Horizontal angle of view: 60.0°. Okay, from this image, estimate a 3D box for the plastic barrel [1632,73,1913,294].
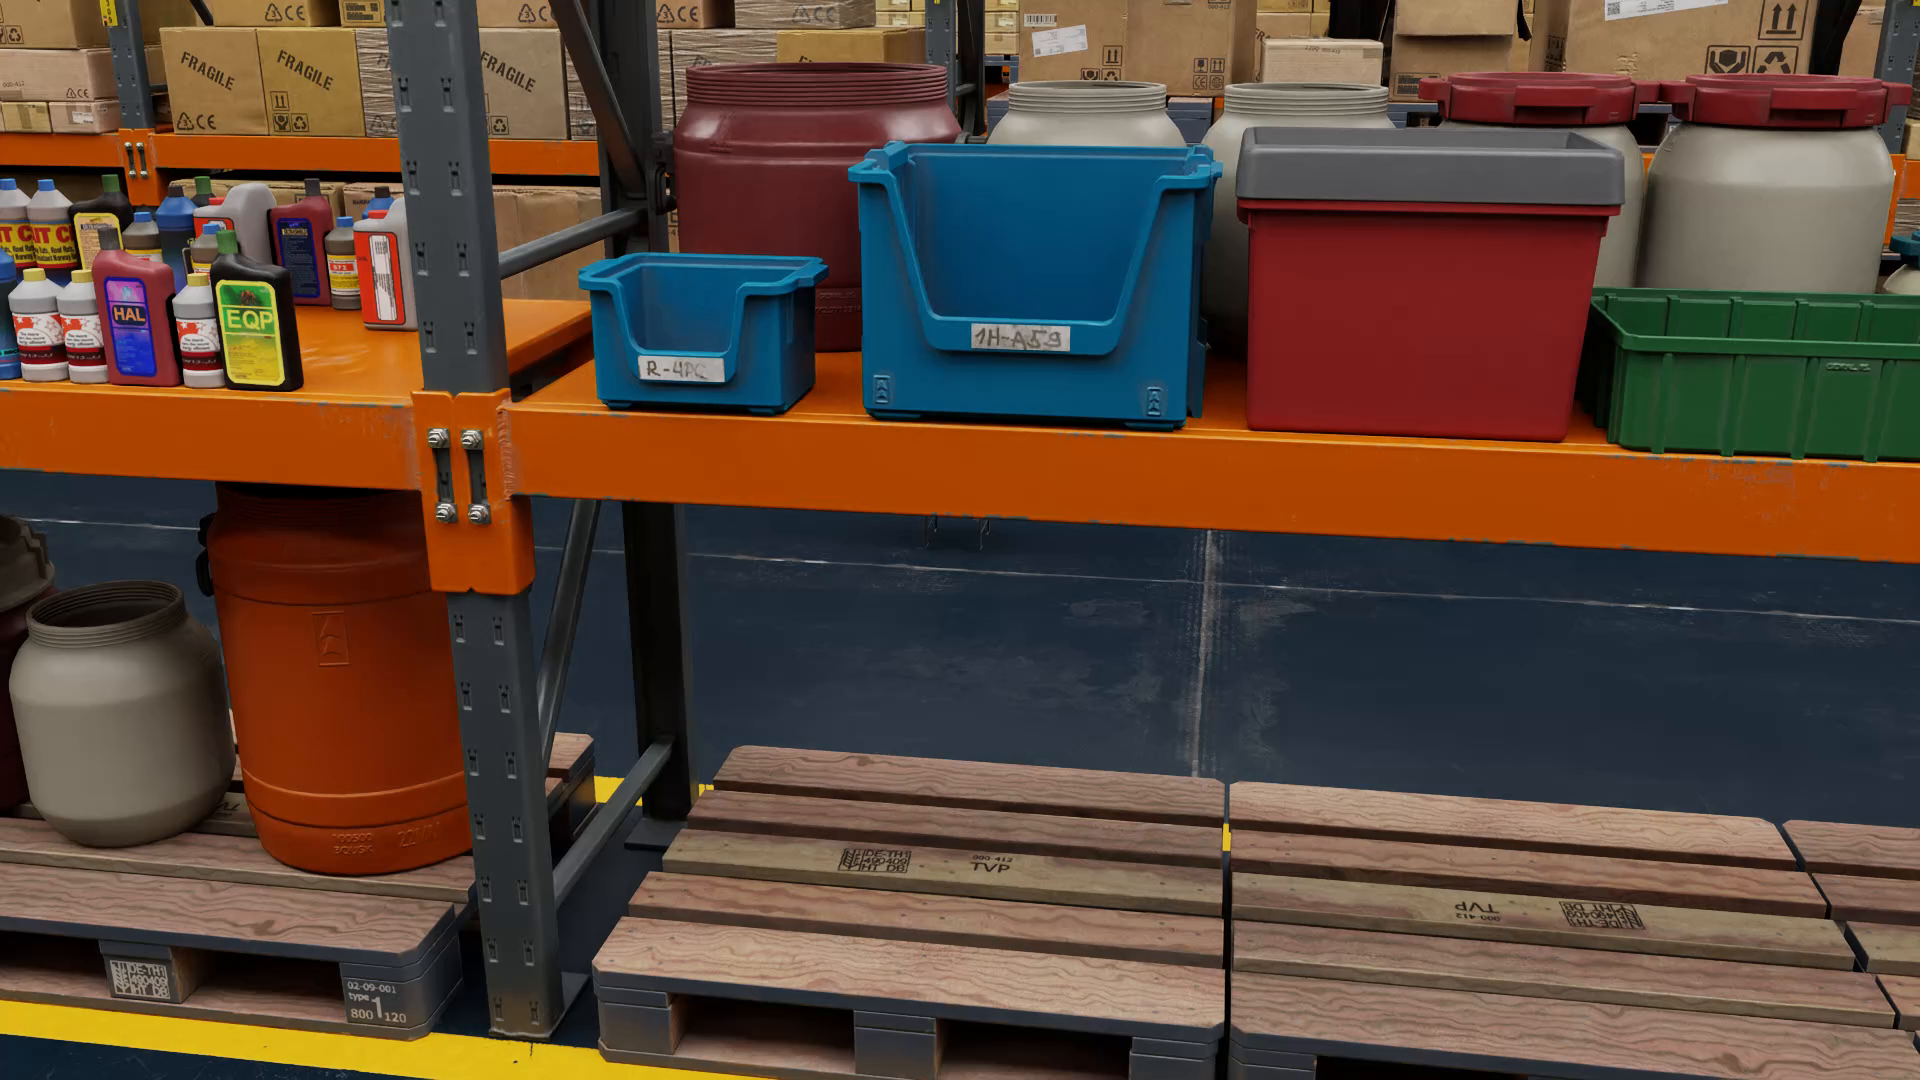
[{"bbox_3d":[1.515,-0.597,3.147,0.433,0.535,0.433,0,18,0],"label":"plastic barrel"}]

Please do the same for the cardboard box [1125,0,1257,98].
[{"bbox_3d":[1.092,-2.367,7.832,0.500,0.500,0.700,6,19,17],"label":"cardboard box"}]

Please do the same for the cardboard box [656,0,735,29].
[{"bbox_3d":[-1.377,-2.731,7.999,0.637,0.503,0.797,3,19,10],"label":"cardboard box"}]

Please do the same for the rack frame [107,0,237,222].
[{"bbox_3d":[-3.964,-2.334,8.550,0.127,3.000,1.000,3,19,9],"label":"rack frame"}]

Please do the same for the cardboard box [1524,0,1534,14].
[{"bbox_3d":[3.822,-4.050,11.946,0.500,0.500,0.700,3,19,8],"label":"cardboard box"}]

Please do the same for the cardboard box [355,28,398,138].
[{"bbox_3d":[-2.559,-2.229,8.080,0.500,0.500,0.500,2,19,7],"label":"cardboard box"}]

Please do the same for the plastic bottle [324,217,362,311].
[{"bbox_3d":[-1.383,-0.629,3.768,0.097,0.201,0.097,0,18,0],"label":"plastic bottle"}]

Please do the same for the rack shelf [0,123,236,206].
[{"bbox_3d":[-5.939,-2.093,8.965,4.000,0.370,1.077,3,19,9],"label":"rack shelf"}]

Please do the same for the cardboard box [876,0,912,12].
[{"bbox_3d":[-0.455,-3.963,12.216,0.250,0.149,0.380,3,19,10],"label":"cardboard box"}]

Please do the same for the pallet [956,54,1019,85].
[{"bbox_3d":[0.151,-3.593,12.615,1.003,0.211,1.213,3,19,9],"label":"pallet"}]

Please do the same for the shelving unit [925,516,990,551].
[{"bbox_3d":[-0.008,-0.427,6.162,0.210,0.900,0.258,3,19,9],"label":"shelving unit"}]

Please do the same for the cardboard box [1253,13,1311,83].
[{"bbox_3d":[2.272,-3.571,12.091,0.500,0.500,0.500,3,19,9],"label":"cardboard box"}]

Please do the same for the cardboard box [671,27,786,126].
[{"bbox_3d":[-1.033,-2.154,7.855,0.500,0.500,0.500,3,19,8],"label":"cardboard box"}]

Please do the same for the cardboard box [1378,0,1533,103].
[{"bbox_3d":[2.208,-2.237,7.438,0.637,0.503,0.797,5,19,14],"label":"cardboard box"}]

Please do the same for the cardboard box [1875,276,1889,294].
[{"bbox_3d":[4.323,-0.912,7.579,0.500,0.500,0.500,2,19,7],"label":"cardboard box"}]

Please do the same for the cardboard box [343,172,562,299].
[{"bbox_3d":[-2.447,-1.454,8.609,0.875,0.875,1.225,2,19,7],"label":"cardboard box"}]

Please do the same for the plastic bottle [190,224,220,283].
[{"bbox_3d":[-1.635,-0.593,3.660,0.097,0.201,0.097,0,18,0],"label":"plastic bottle"}]

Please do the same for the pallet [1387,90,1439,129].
[{"bbox_3d":[1.946,-1.954,7.719,1.213,0.211,1.003,3,19,9],"label":"pallet"}]

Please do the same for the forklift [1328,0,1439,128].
[{"bbox_3d":[2.003,-2.762,9.940,3.031,2.935,1.130,3,19,9],"label":"forklift"}]

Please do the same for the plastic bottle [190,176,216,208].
[{"bbox_3d":[-1.758,-0.693,3.829,0.133,0.283,0.061,3,19,9],"label":"plastic bottle"}]

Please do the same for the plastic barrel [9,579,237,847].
[{"bbox_3d":[-1.858,0.380,3.698,0.421,0.512,0.421,0,18,0],"label":"plastic barrel"}]

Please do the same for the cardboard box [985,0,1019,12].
[{"bbox_3d":[0.315,-3.924,12.100,0.250,0.149,0.380,2,19,6],"label":"cardboard box"}]

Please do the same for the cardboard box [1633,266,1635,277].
[{"bbox_3d":[3.332,-0.992,7.786,0.500,0.500,0.700,1,19,4],"label":"cardboard box"}]

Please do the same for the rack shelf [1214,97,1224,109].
[{"bbox_3d":[2.846,-3.239,12.390,4.000,0.370,1.077,3,19,9],"label":"rack shelf"}]

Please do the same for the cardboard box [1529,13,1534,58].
[{"bbox_3d":[4.263,-3.470,11.788,0.500,0.500,0.500,3,19,8],"label":"cardboard box"}]

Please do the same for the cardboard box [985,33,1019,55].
[{"bbox_3d":[0.312,-3.642,12.194,0.250,0.149,0.380,3,19,10],"label":"cardboard box"}]

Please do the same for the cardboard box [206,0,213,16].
[{"bbox_3d":[-5.614,-4.115,13.249,0.500,0.500,0.500,3,19,9],"label":"cardboard box"}]

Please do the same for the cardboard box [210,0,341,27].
[{"bbox_3d":[-3.332,-2.827,8.287,0.637,0.503,0.797,2,19,7],"label":"cardboard box"}]

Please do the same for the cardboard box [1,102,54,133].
[{"bbox_3d":[-4.572,-2.140,8.367,0.250,0.149,0.380,3,19,10],"label":"cardboard box"}]

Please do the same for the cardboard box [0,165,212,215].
[{"bbox_3d":[-4.603,-1.583,8.995,0.875,0.875,0.875,3,19,9],"label":"cardboard box"}]

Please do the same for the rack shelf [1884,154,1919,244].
[{"bbox_3d":[5.909,-1.489,7.160,4.000,0.370,1.077,3,19,9],"label":"rack shelf"}]

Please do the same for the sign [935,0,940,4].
[{"bbox_3d":[-0.100,-2.507,7.244,0.005,0.325,0.100,3,19,9],"label":"sign"}]

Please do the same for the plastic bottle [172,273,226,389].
[{"bbox_3d":[-1.379,-0.385,3.038,0.097,0.201,0.097,0,18,0],"label":"plastic bottle"}]

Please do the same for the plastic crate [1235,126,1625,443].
[{"bbox_3d":[0.746,-0.434,2.771,0.583,0.464,0.402,3,19,9],"label":"plastic crate"}]

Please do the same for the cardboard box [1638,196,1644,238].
[{"bbox_3d":[5.431,-2.618,12.086,0.875,0.875,0.875,3,19,9],"label":"cardboard box"}]

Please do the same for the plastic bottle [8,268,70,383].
[{"bbox_3d":[-1.703,-0.401,3.087,0.097,0.201,0.097,0,18,0],"label":"plastic bottle"}]

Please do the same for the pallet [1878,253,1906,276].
[{"bbox_3d":[6.767,-2.034,12.049,1.213,0.211,1.003,3,19,9],"label":"pallet"}]

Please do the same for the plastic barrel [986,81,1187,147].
[{"bbox_3d":[0.249,-0.649,3.338,0.421,0.512,0.421,0,18,0],"label":"plastic barrel"}]

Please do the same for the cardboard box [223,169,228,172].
[{"bbox_3d":[-6.044,-3.051,13.588,0.250,0.149,0.380,3,19,9],"label":"cardboard box"}]

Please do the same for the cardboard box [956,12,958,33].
[{"bbox_3d":[0.048,-3.797,12.190,0.250,0.149,0.380,4,19,11],"label":"cardboard box"}]

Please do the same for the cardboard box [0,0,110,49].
[{"bbox_3d":[-4.461,-2.698,8.226,0.500,0.500,0.500,3,19,10],"label":"cardboard box"}]

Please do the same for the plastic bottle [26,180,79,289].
[{"bbox_3d":[-2.103,-0.699,3.866,0.097,0.271,0.097,0,18,0],"label":"plastic bottle"}]

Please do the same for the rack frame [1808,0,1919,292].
[{"bbox_3d":[3.934,-1.931,7.347,0.127,3.000,1.000,3,19,9],"label":"rack frame"}]

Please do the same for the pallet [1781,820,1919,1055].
[{"bbox_3d":[2.367,0.916,3.233,1.213,0.211,1.003,3,19,9],"label":"pallet"}]
